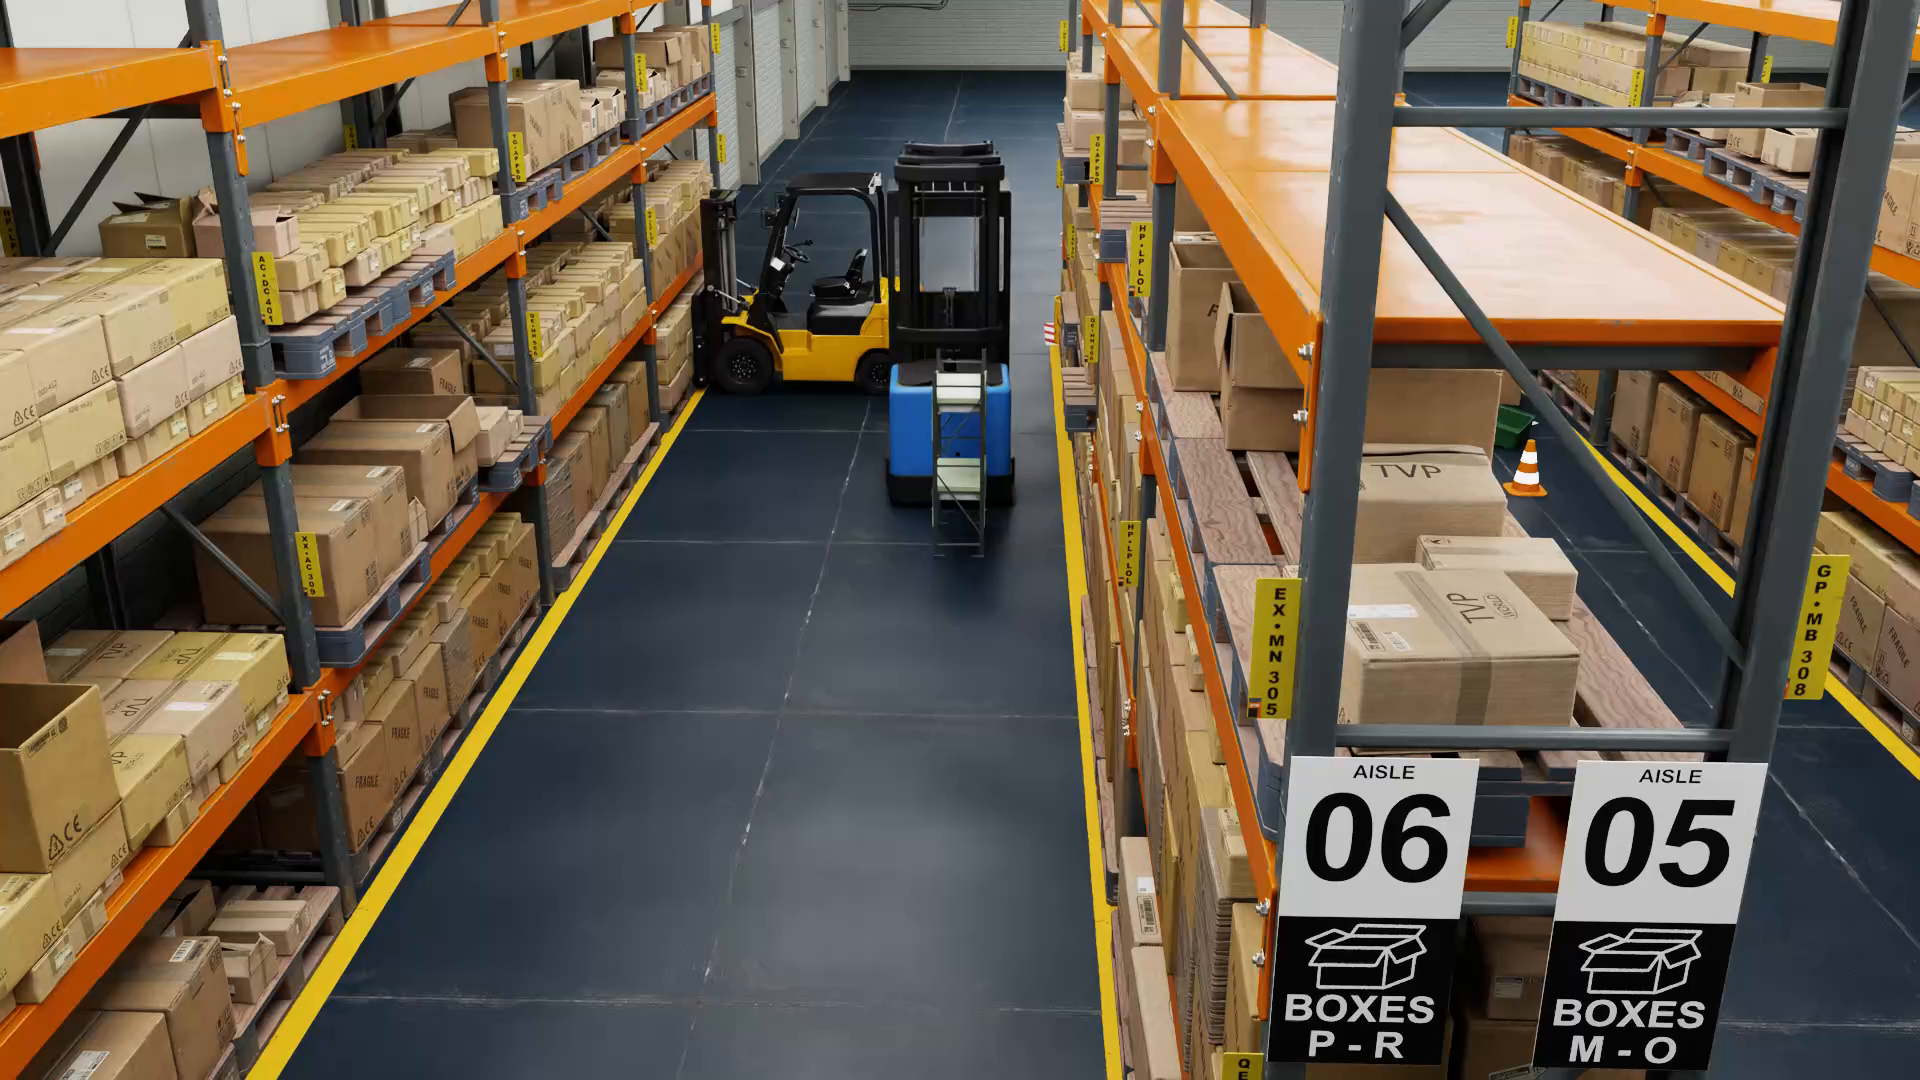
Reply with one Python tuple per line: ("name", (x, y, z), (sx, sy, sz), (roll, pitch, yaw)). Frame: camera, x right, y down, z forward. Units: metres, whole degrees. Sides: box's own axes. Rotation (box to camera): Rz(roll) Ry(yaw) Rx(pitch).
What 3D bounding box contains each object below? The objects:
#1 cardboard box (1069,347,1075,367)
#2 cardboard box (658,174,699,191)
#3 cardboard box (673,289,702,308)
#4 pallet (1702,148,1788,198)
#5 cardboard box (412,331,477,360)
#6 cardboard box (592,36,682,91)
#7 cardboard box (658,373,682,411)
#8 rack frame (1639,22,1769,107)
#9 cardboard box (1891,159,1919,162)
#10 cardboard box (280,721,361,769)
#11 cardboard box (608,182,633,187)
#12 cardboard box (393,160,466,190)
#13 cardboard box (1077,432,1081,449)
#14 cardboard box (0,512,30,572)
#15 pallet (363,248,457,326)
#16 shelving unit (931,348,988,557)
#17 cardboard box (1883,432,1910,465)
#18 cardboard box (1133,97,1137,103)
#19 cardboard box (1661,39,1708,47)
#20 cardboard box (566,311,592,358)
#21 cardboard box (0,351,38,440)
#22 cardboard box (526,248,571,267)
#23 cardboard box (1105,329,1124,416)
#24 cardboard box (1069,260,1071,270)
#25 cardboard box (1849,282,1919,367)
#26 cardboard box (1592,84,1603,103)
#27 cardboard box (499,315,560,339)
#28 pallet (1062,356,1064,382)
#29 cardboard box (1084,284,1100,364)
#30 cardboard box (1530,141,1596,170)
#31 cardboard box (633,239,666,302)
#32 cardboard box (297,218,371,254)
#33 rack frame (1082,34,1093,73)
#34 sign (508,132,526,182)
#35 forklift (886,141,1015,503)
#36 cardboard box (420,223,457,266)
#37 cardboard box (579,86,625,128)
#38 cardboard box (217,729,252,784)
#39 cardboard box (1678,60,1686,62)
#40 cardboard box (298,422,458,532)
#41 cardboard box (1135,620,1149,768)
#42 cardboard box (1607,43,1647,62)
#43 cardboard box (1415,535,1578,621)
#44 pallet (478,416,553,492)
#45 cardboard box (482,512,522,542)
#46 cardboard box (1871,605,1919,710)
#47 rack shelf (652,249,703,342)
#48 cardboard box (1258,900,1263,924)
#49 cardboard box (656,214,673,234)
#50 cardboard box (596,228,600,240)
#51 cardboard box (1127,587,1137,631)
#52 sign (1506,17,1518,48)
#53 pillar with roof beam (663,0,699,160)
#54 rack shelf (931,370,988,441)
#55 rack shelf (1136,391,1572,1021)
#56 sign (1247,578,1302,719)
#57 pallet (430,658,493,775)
("cardboard box", (1.325, -1.802, 16.210), (0.500, 0.500, 0.500), (0, 21, 1))
("cardboard box", (-3.001, -3.808, 17.750), (0.380, 0.149, 0.250), (1, 21, 3))
("cardboard box", (-3.005, -2.481, 17.614), (0.500, 0.250, 0.500), (0, 21, 1))
("pallet", (6.402, -2.805, 12.727), (1.003, 0.211, 1.213), (2, 21, 4))
("cardboard box", (-3.700, -1.397, 11.948), (0.380, 0.149, 0.250), (1, 21, 3))
("cardboard box", (-3.221, -4.767, 16.659), (0.797, 0.503, 0.637), (1, 21, 3))
("cardboard box", (-3.040, -1.460, 16.365), (0.500, 0.250, 0.500), (1, 21, 2))
("rack frame", (6.526, -5.100, 14.234), (1.000, 3.000, 0.127), (1, 21, 2))
("cardboard box", (6.575, -2.500, 11.307), (0.380, 0.149, 0.250), (0, 21, 0))
("cardboard box", (-3.353, 1.058, 8.633), (0.380, 0.149, 0.250), (2, 21, 4))
("cardboard box", (-3.564, -3.631, 17.293), (0.380, 0.149, 0.250), (1, 21, 2))
("cardboard box", (-3.294, -2.263, 10.314), (0.380, 0.149, 0.250), (0, 21, 0))
("cardboard box", (1.562, -1.102, 15.276), (0.950, 0.372, 0.625), (1, 21, 2))
("cardboard box", (-3.365, 0.017, 5.539), (0.380, 0.149, 0.250), (1, 21, 2))
("pallet", (-3.511, -1.403, 9.111), (1.213, 0.211, 1.003), (1, 21, 2))
("shelving unit", (0.000, -0.702, 13.264), (0.431, 1.500, 0.755), (1, 21, 2))
("cardboard box", (6.173, -0.582, 10.648), (0.380, 0.149, 0.250), (2, 21, 4))
("cardboard box", (1.685, -3.868, 14.140), (0.500, 0.250, 0.500), (1, 21, 3))
("cardboard box", (6.906, -4.695, 15.863), (0.380, 0.149, 0.250), (1, 21, 2))
("cardboard box", (-3.200, -1.619, 13.072), (0.500, 0.250, 0.500), (0, 21, 0))
("cardboard box", (-3.445, -0.444, 5.484), (0.500, 0.250, 0.500), (1, 21, 3))
("cardboard box", (-3.672, -2.503, 14.797), (0.380, 0.149, 0.250), (0, 21, 0))
("cardboard box", (1.189, -1.033, 10.524), (0.500, 0.500, 0.500), (1, 21, 2))
("cardboard box", (1.317, -2.877, 17.144), (0.380, 0.149, 0.250), (1, 21, 2))
("cardboard box", (6.428, -1.532, 11.811), (0.700, 0.500, 0.500), (1, 21, 1))
("cardboard box", (6.239, -4.239, 15.790), (0.380, 0.149, 0.250), (1, 21, 2))
("cardboard box", (-3.215, -1.579, 12.417), (0.380, 0.149, 0.250), (1, 21, 3))
("pallet", (1.595, -1.707, 17.636), (1.003, 0.211, 1.213), (1, 21, 2))
("cardboard box", (1.194, -1.611, 12.403), (0.500, 0.500, 0.500), (0, 21, 1))
("cardboard box", (6.673, -3.990, 17.964), (0.875, 0.550, 0.550), (1, 21, 2))
("cardboard box", (-3.112, -2.579, 15.890), (0.500, 0.500, 0.500), (0, 21, 0))
("cardboard box", (-3.213, -1.530, 8.395), (0.380, 0.149, 0.250), (0, 21, 1))
("rack frame", (1.575, -5.118, 14.280), (1.000, 3.000, 0.127), (1, 21, 2))
("sign", (-2.965, -2.561, 11.122), (0.100, 0.325, 0.005), (1, 21, 2))
("forklift", (-0.100, -2.165, 15.058), (1.130, 2.935, 3.031), (0, 21, -1))
("cardboard box", (-3.310, -1.706, 9.840), (0.500, 0.250, 0.500), (1, 21, 2))
("cardboard box", (-3.165, -3.710, 14.201), (0.500, 0.311, 0.500), (0, 21, 0))
("cardboard box", (-3.357, 0.942, 7.303), (0.380, 0.149, 0.250), (1, 21, 3))
("cardboard box", (6.835, -4.369, 15.574), (0.500, 0.250, 0.500), (0, 21, 1))
("cardboard box", (-3.351, -0.368, 9.612), (0.700, 0.500, 0.500), (1, 21, 1))
("cardboard box", (1.056, 0.691, 7.462), (0.500, 0.500, 0.500), (1, 21, 3))
("cardboard box", (6.235, -4.517, 15.403), (0.380, 0.149, 0.250), (1, 21, 2))
("cardboard box", (1.473, 0.103, 4.599), (0.380, 0.149, 0.250), (1, 21, 4))
("pallet", (-3.458, -0.593, 11.176), (1.213, 0.211, 1.003), (1, 21, 2))
("cardboard box", (-3.270, -0.080, 11.567), (0.380, 0.149, 0.250), (0, 21, -1))
("cardboard box", (6.105, 0.733, 10.369), (0.500, 0.500, 0.500), (0, 21, 0))
("rack shelf", (-3.325, -2.762, 17.496), (1.077, 0.370, 4.000), (1, 21, 2))
("cardboard box", (1.005, 0.978, 4.444), (0.380, 0.149, 0.250), (1, 21, 3))
("cardboard box", (-3.045, -3.113, 16.369), (0.380, 0.149, 0.250), (1, 21, 3))
("cardboard box", (-3.660, -2.934, 15.908), (0.380, 0.149, 0.250), (0, 21, 0))
("cardboard box", (1.102, 0.246, 8.265), (0.500, 0.250, 0.500), (1, 21, 2))
("sign", (6.093, -5.601, 18.353), (0.100, 0.325, 0.005), (1, 21, 2))
("pillar with roof beam", (0.299, -8.498, 22.990), (9.100, 9.000, 0.400), (1, 21, 2))
("rack shelf", (0.000, -1.065, 13.123), (0.431, 0.370, 0.720), (1, 21, 2))
("rack shelf", (1.271, 0.231, 5.634), (1.077, 0.370, 4.000), (1, 21, 2))
("sign", (0.668, 0.232, 3.523), (0.100, 0.325, 0.005), (1, 21, 2))
("pallet", (-3.608, 1.081, 10.451), (1.003, 0.211, 1.213), (1, 21, 2))
